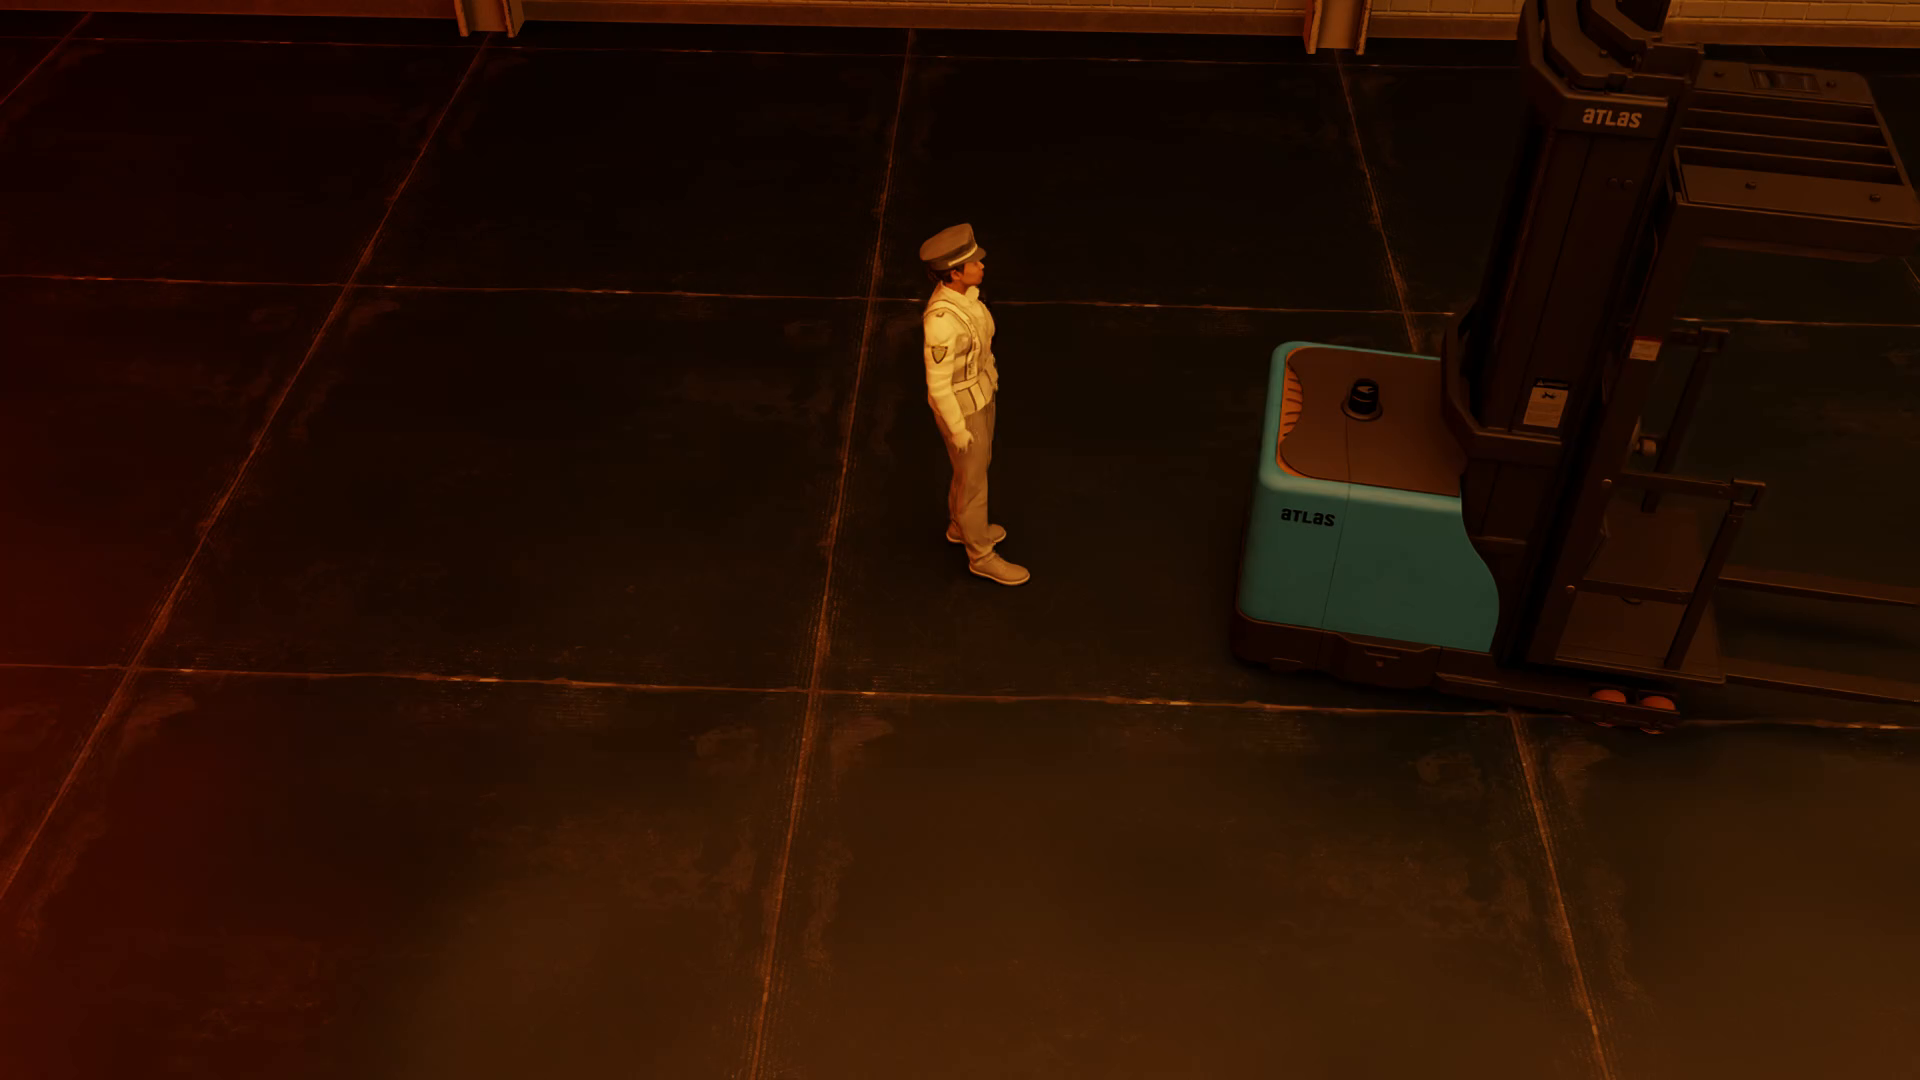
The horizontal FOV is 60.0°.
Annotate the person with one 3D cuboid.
[{"bbox_3d":[0.099,-0.616,7.341,0.555,1.693,0.585,9,43,10],"label":"person"}]

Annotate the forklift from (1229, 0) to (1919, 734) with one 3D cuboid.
[{"bbox_3d":[2.753,-0.657,6.462,3.031,2.935,1.130,8,43,9],"label":"forklift"}]
